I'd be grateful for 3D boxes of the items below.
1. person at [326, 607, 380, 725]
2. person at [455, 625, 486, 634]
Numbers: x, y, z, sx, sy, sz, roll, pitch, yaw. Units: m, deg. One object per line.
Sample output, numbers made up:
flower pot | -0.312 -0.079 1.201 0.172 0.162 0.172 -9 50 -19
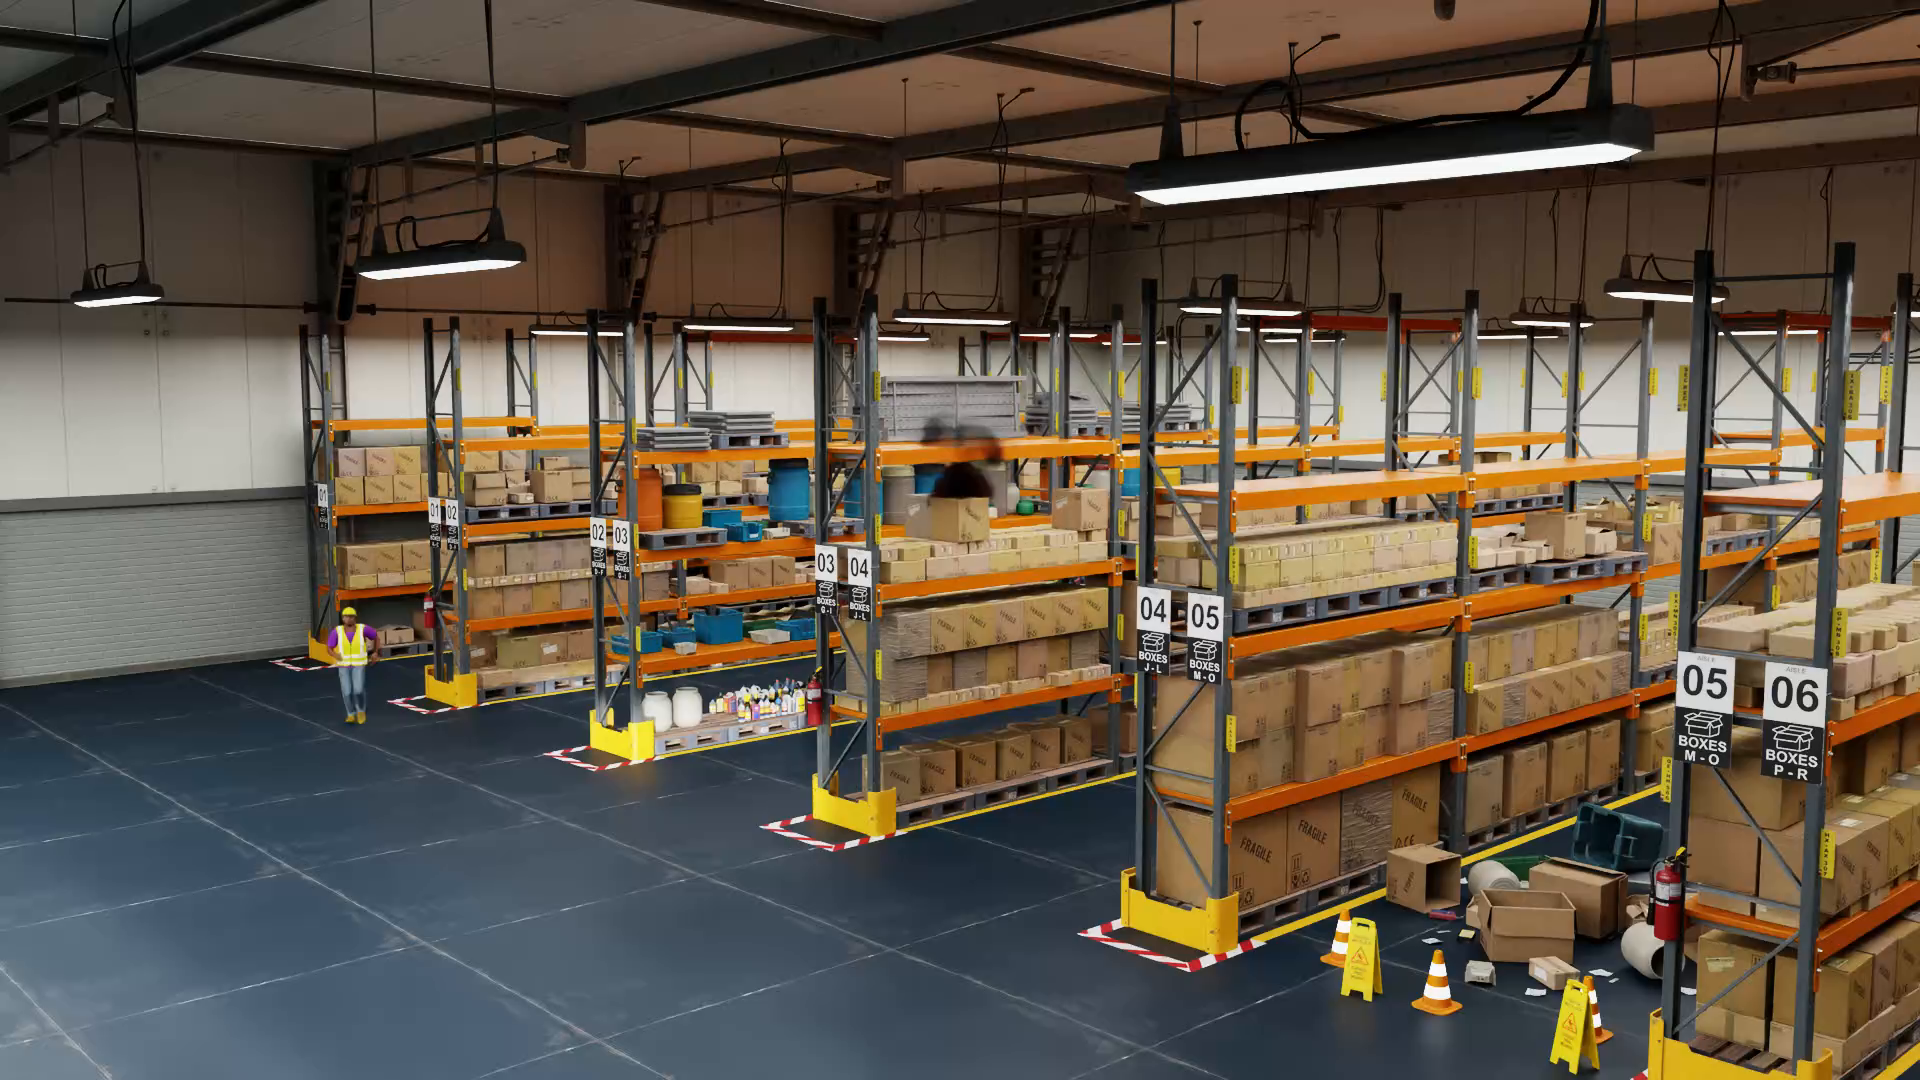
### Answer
person | -8.861 1.847 24.277 0.721 1.757 0.659 -2 6 -15
person | -8.256 1.436 28.199 0.682 1.841 0.801 6 8 44
